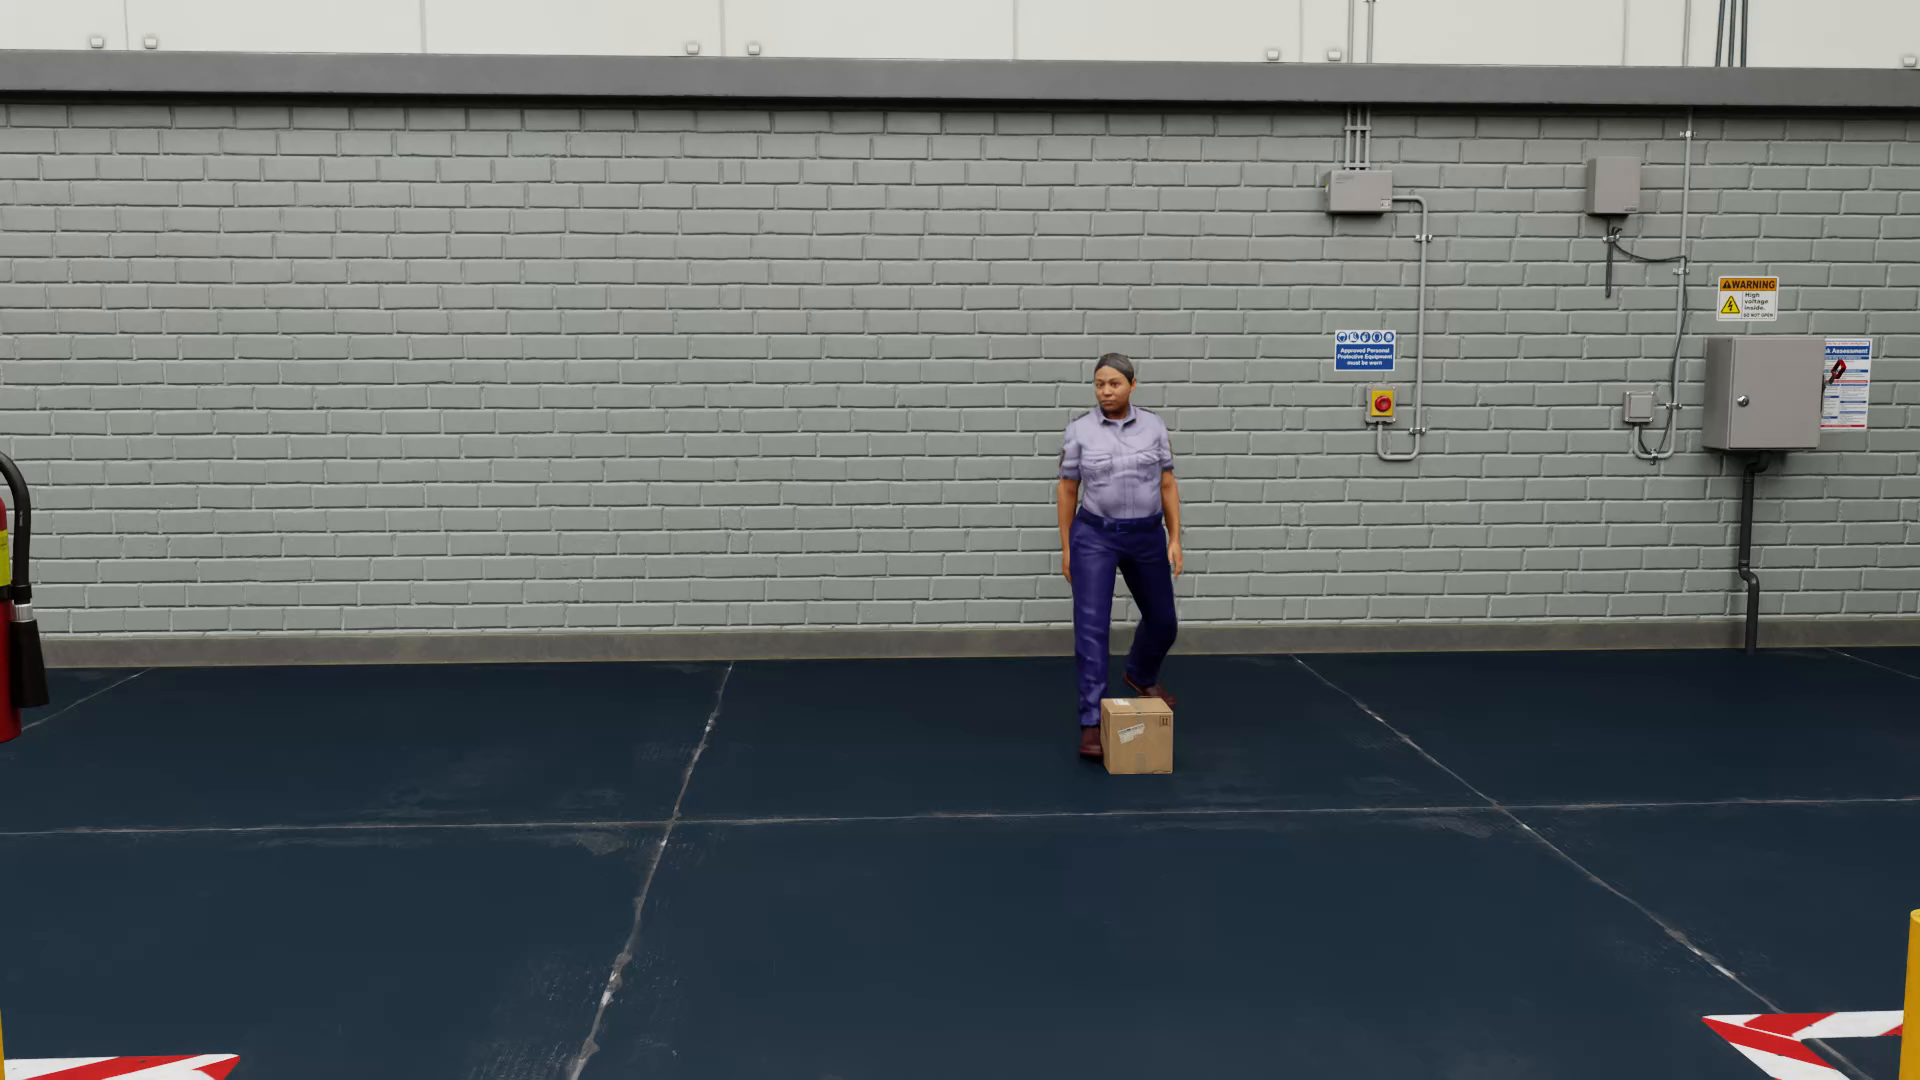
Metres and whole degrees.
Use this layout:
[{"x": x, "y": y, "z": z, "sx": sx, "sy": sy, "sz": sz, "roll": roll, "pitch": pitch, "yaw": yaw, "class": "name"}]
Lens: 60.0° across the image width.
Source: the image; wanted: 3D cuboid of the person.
[{"x": 0.713, "y": 0.023, "z": 7.061, "sx": 0.604, "sy": 1.626, "sz": 0.844, "roll": -1, "pitch": 7, "yaw": -9, "class": "person"}]
